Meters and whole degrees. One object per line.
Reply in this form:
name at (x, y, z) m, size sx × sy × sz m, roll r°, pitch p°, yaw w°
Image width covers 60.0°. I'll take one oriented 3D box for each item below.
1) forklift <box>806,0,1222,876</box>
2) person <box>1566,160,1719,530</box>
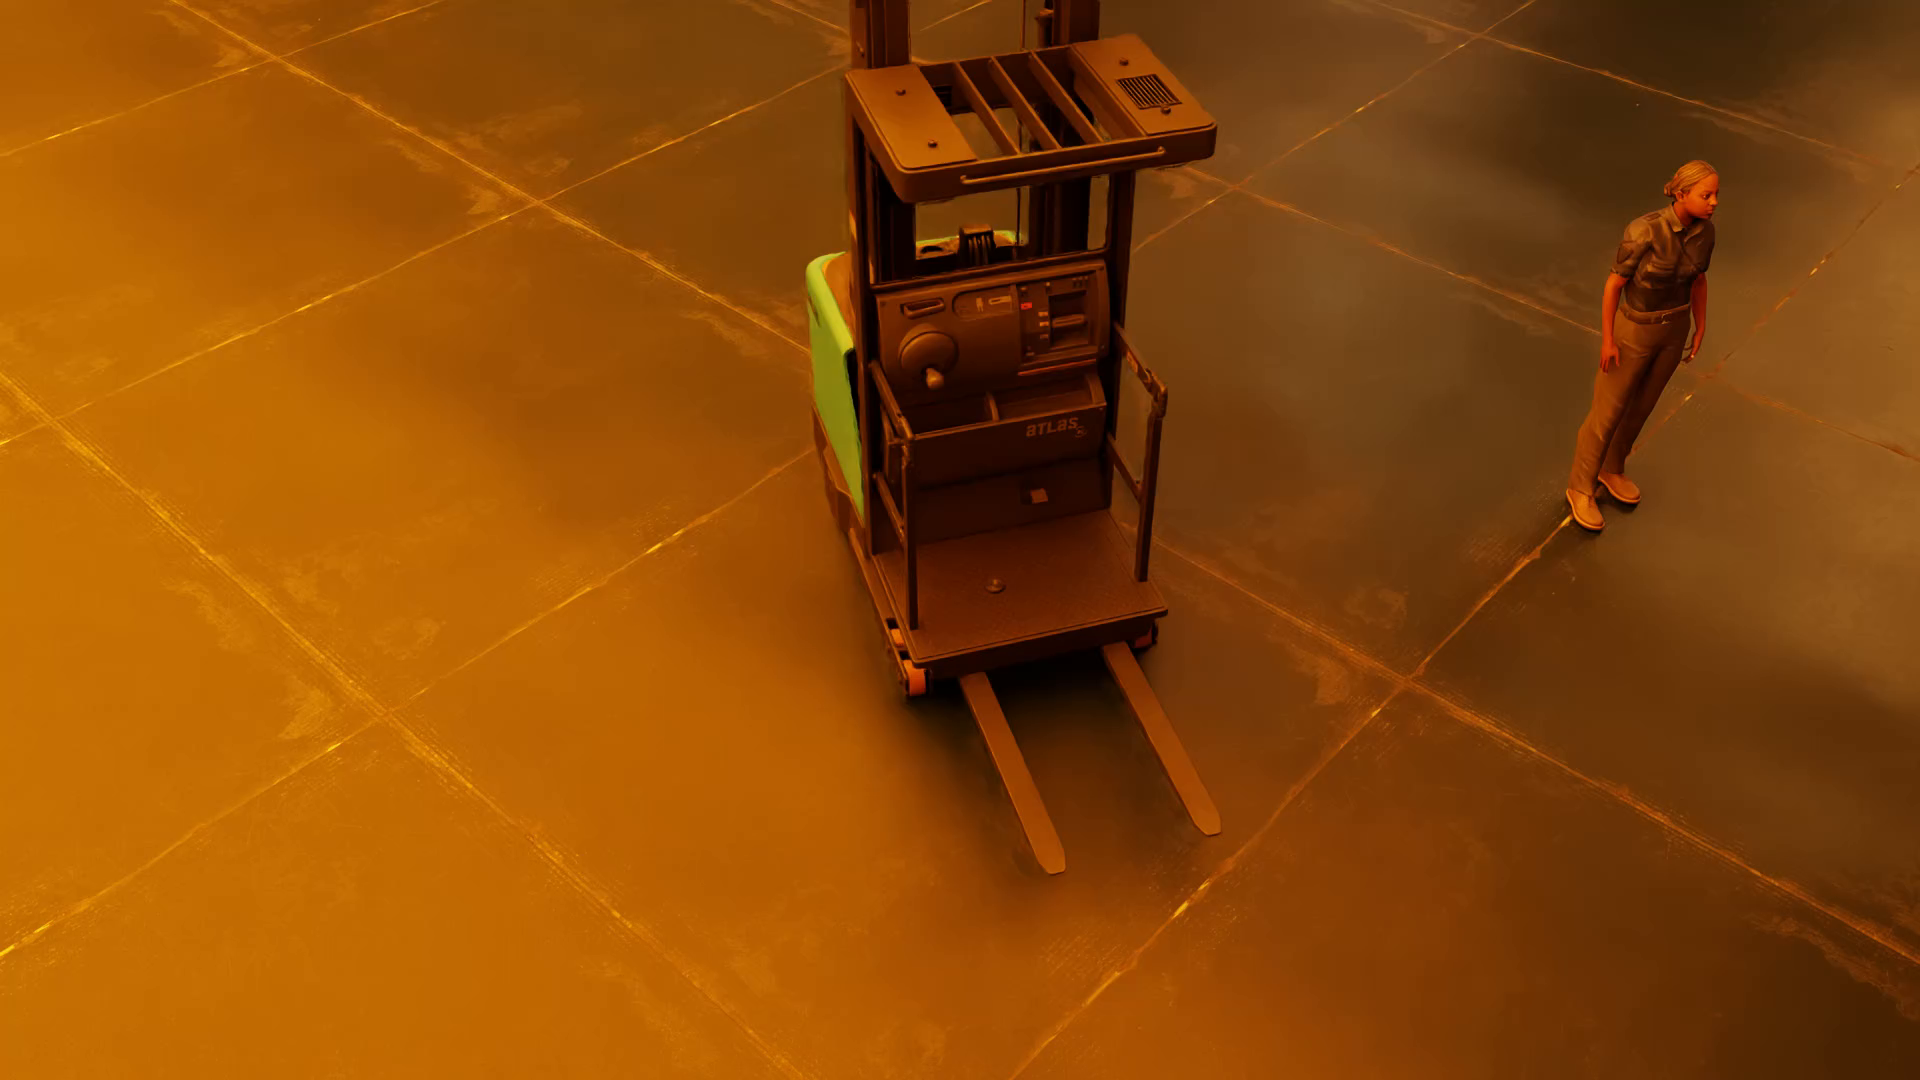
forklift at (0.201, -0.752, 6.305) m, size 1.130 × 2.935 × 3.031 m, roll -11°, pitch 42°, yaw -13°
person at (3.098, -0.864, 7.405) m, size 0.568 × 1.654 × 0.505 m, roll -12°, pitch 42°, yaw -13°
